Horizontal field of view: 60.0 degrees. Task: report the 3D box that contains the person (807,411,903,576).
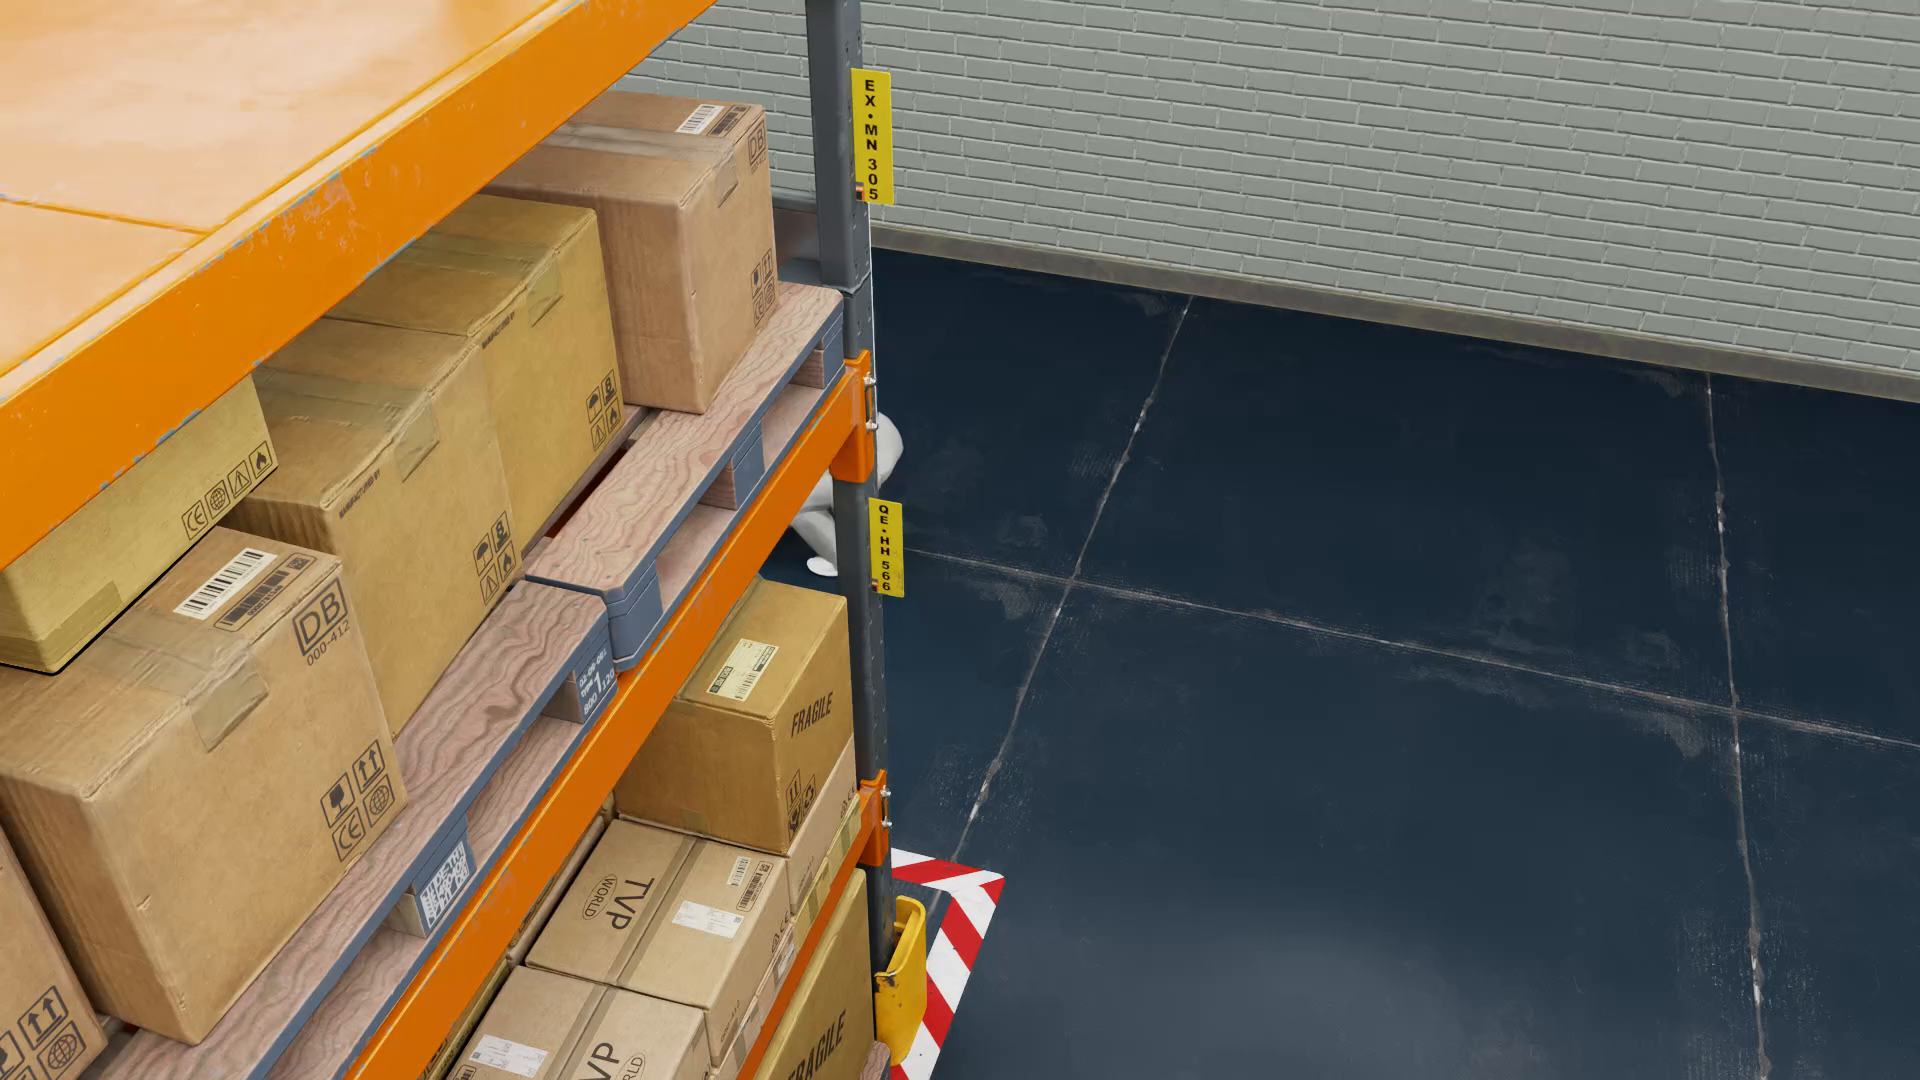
[{"bbox_3d":[-0.700,-0.310,7.897,0.856,0.955,0.416,9,38,12],"label":"person"}]
